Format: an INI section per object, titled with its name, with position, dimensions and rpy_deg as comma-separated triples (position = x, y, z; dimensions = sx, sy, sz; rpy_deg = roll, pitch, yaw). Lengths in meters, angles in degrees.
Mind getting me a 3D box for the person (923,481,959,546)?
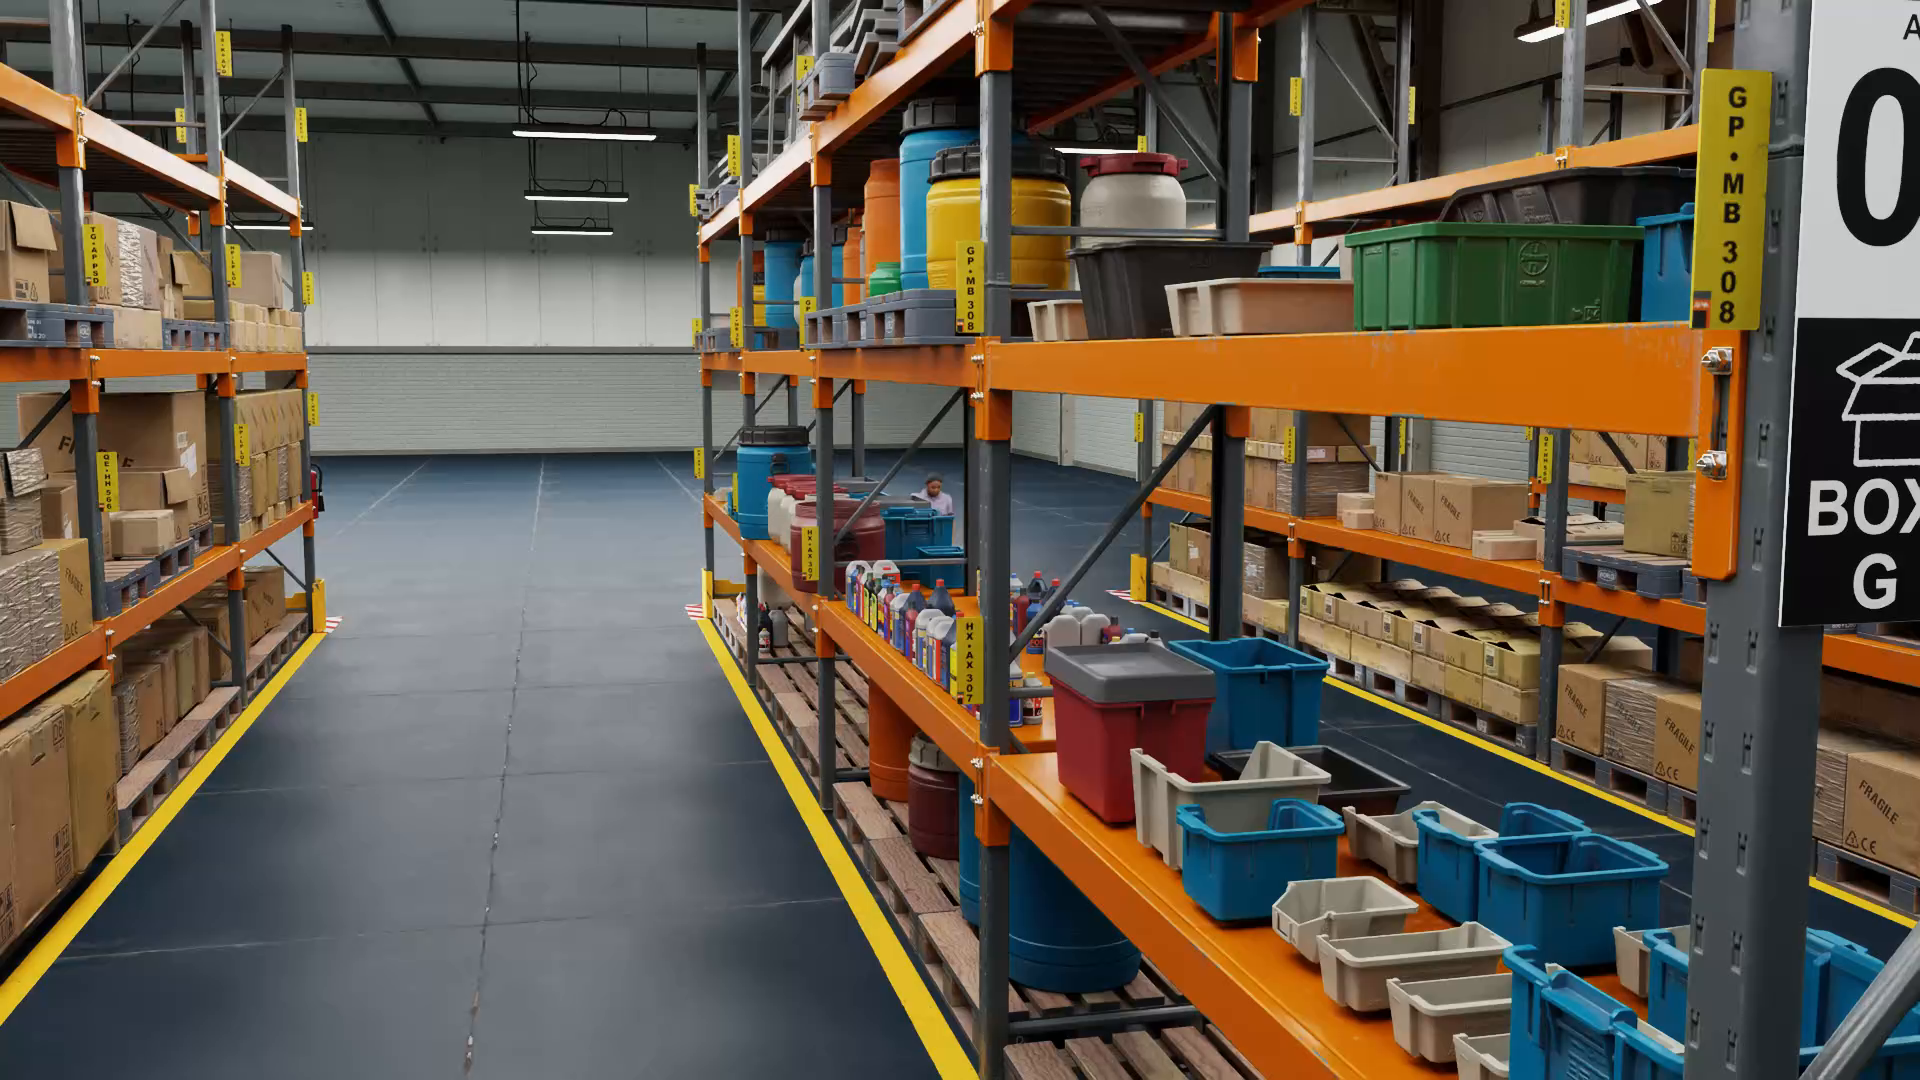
[person]
position = -0.278, 0.134, 17.226
dimensions = 0.522, 1.510, 0.529
rpy_deg = -1, 6, -13
